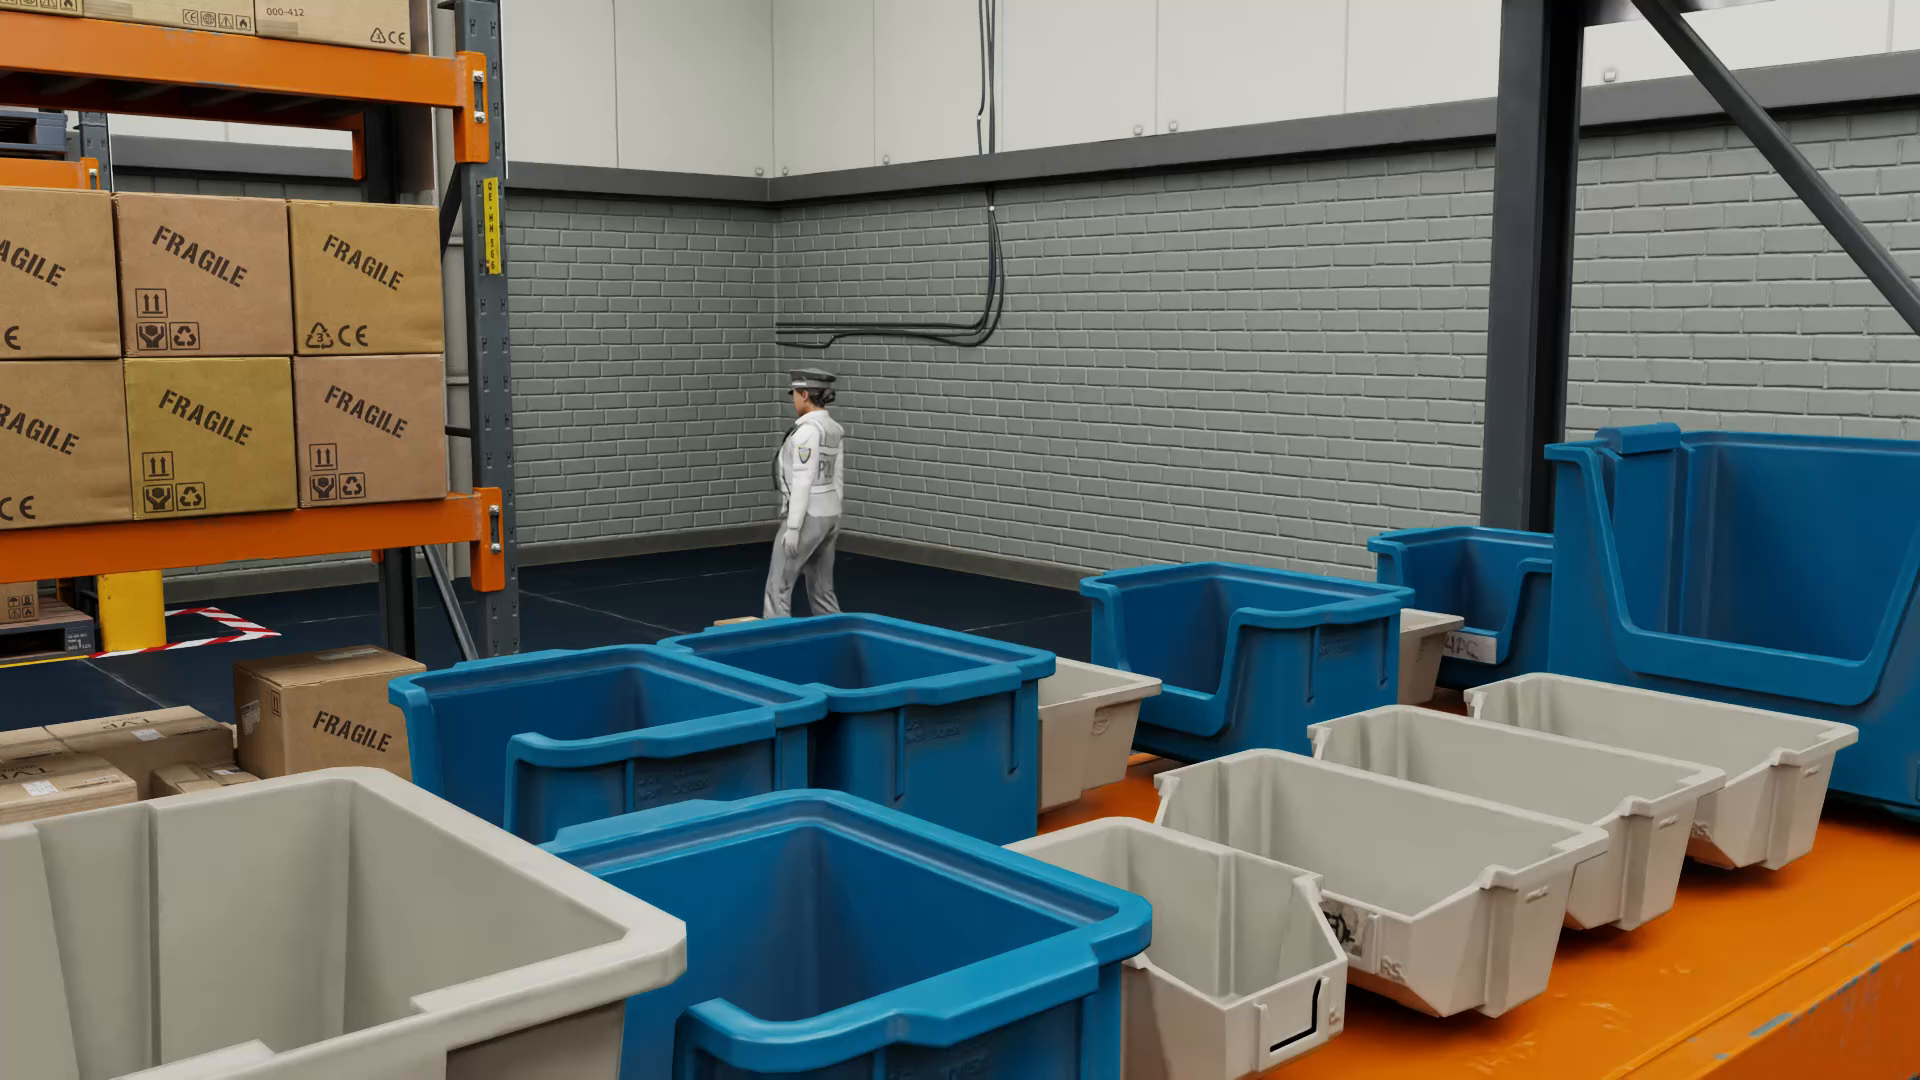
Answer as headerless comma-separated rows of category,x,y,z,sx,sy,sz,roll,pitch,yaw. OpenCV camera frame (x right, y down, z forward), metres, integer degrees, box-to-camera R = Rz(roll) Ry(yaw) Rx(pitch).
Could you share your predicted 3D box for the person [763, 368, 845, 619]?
person,-0.910,-0.078,8.817,0.580,1.662,0.512,2,8,15
